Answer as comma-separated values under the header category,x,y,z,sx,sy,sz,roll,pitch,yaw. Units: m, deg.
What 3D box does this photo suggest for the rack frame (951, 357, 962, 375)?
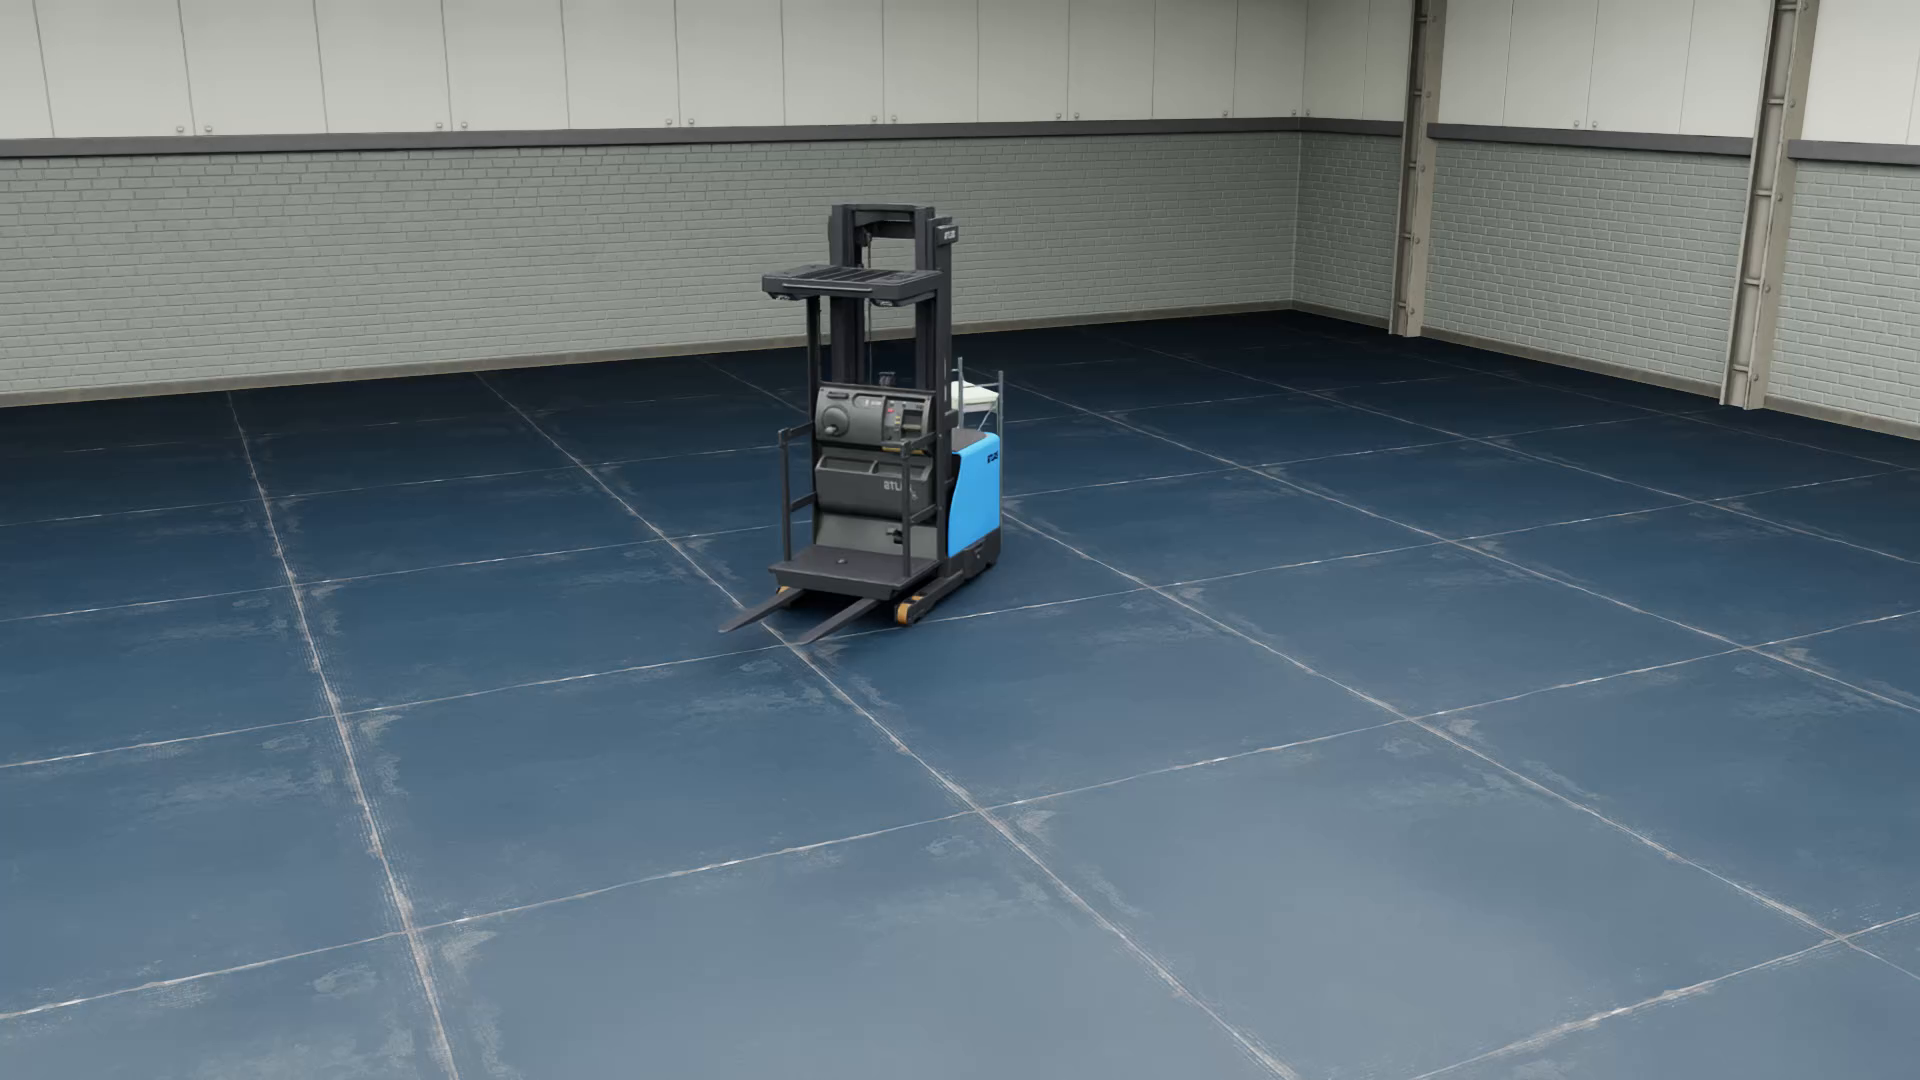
category,x,y,z,sx,sy,sz,roll,pitch,yaw
rack frame,-0.162,-0.821,14.393,0.400,1.500,0.023,-8,18,-26

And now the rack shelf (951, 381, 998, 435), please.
category,x,y,z,sx,sy,sz,roll,pitch,yaw
rack shelf,0.004,-1.106,13.972,0.431,0.370,0.720,-8,18,-26

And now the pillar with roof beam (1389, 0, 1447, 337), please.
category,x,y,z,sx,sy,sz,roll,pitch,yaw
pillar with roof beam,2.824,-6.894,21.958,9.100,9.000,0.400,-8,18,-25

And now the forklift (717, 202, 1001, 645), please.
category,x,y,z,sx,sy,sz,roll,pitch,yaw
forklift,-0.729,-0.921,12.145,1.130,2.935,3.031,7,17,23

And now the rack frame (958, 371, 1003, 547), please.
category,x,y,z,sx,sy,sz,roll,pitch,yaw
rack frame,0.170,-0.641,13.766,0.400,1.500,0.023,-8,18,-26

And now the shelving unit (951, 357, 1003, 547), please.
category,x,y,z,sx,sy,sz,roll,pitch,yaw
shelving unit,0.004,-0.731,14.080,0.431,1.500,0.755,-8,18,-26

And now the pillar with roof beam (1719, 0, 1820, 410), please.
category,x,y,z,sx,sy,sz,roll,pitch,yaw
pillar with roof beam,5.453,-5.406,16.774,9.100,9.000,0.400,-8,18,-25
